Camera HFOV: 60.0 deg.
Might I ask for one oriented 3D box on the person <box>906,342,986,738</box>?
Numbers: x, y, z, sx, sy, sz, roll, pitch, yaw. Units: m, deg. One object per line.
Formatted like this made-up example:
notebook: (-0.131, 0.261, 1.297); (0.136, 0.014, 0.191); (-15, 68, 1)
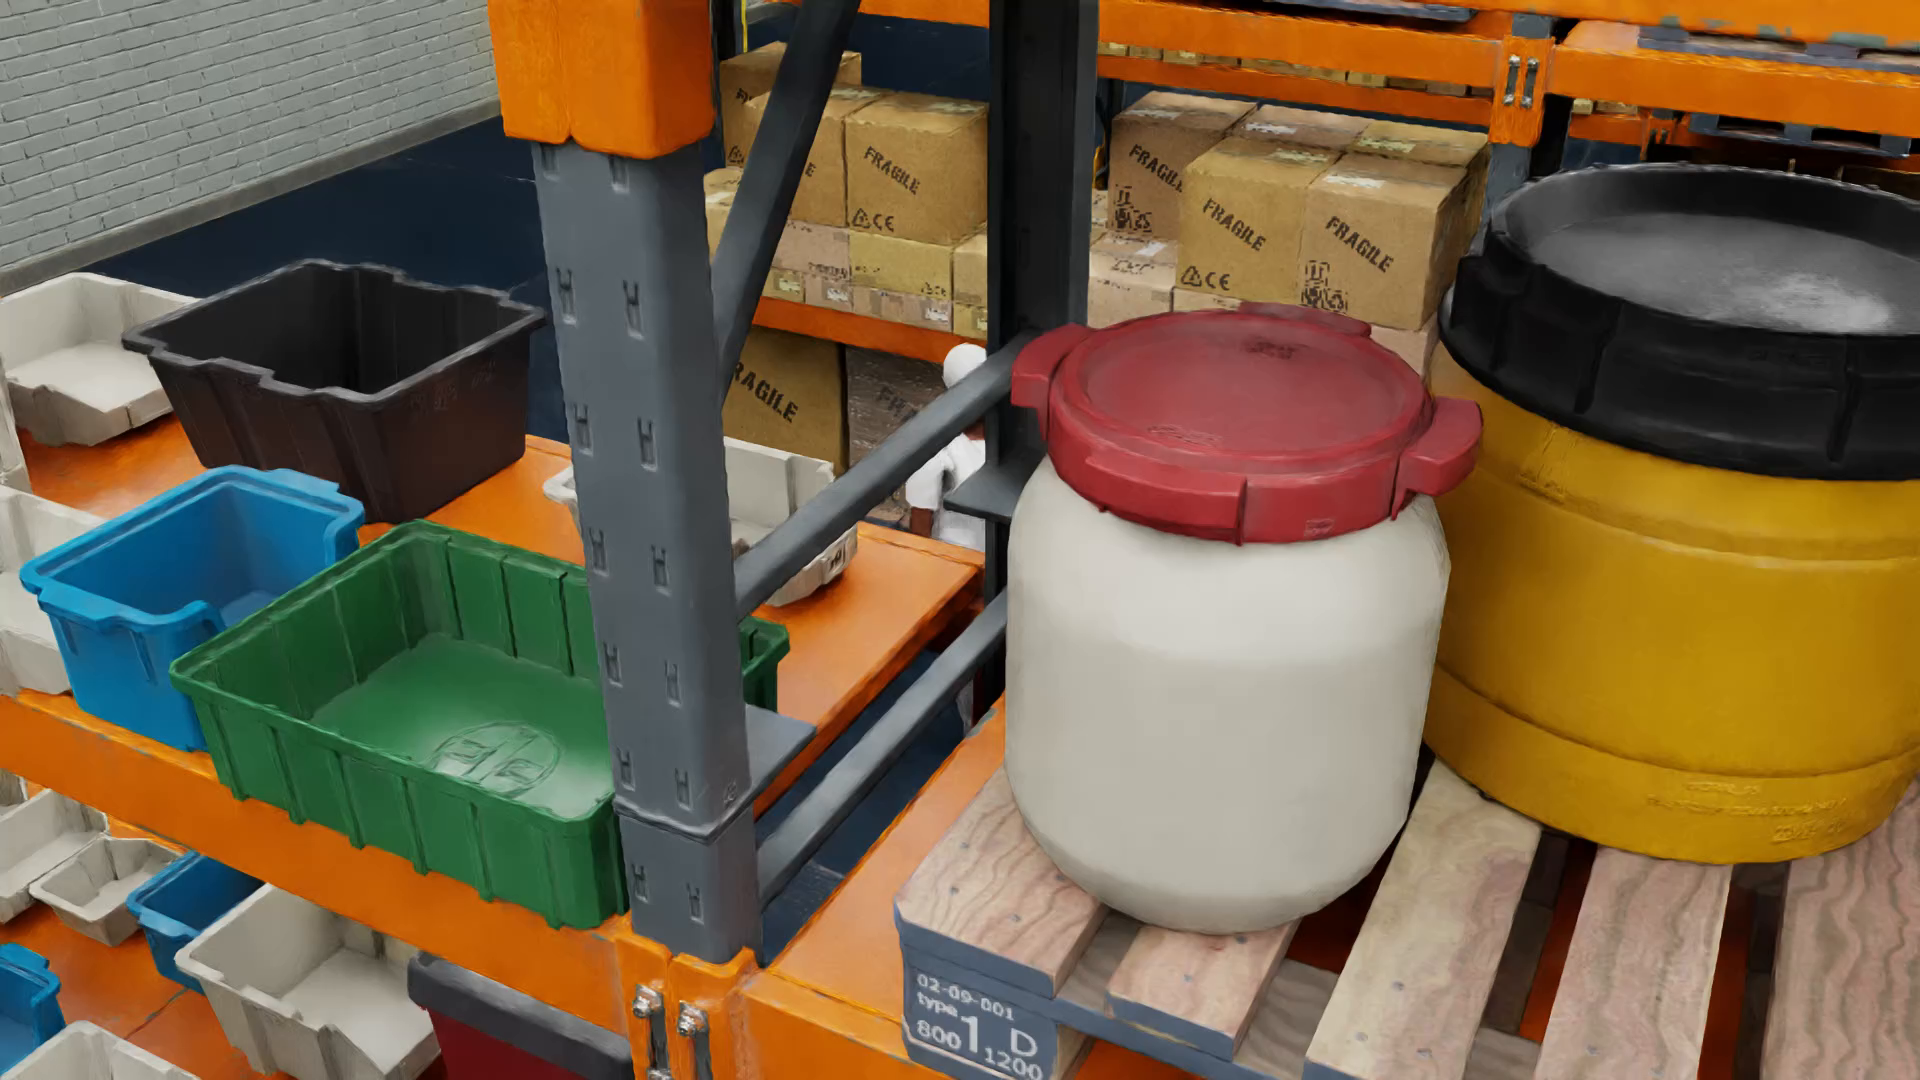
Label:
person: (0.076, 0.059, 6.485); (0.594, 1.765, 0.687); (-25, 38, -36)
